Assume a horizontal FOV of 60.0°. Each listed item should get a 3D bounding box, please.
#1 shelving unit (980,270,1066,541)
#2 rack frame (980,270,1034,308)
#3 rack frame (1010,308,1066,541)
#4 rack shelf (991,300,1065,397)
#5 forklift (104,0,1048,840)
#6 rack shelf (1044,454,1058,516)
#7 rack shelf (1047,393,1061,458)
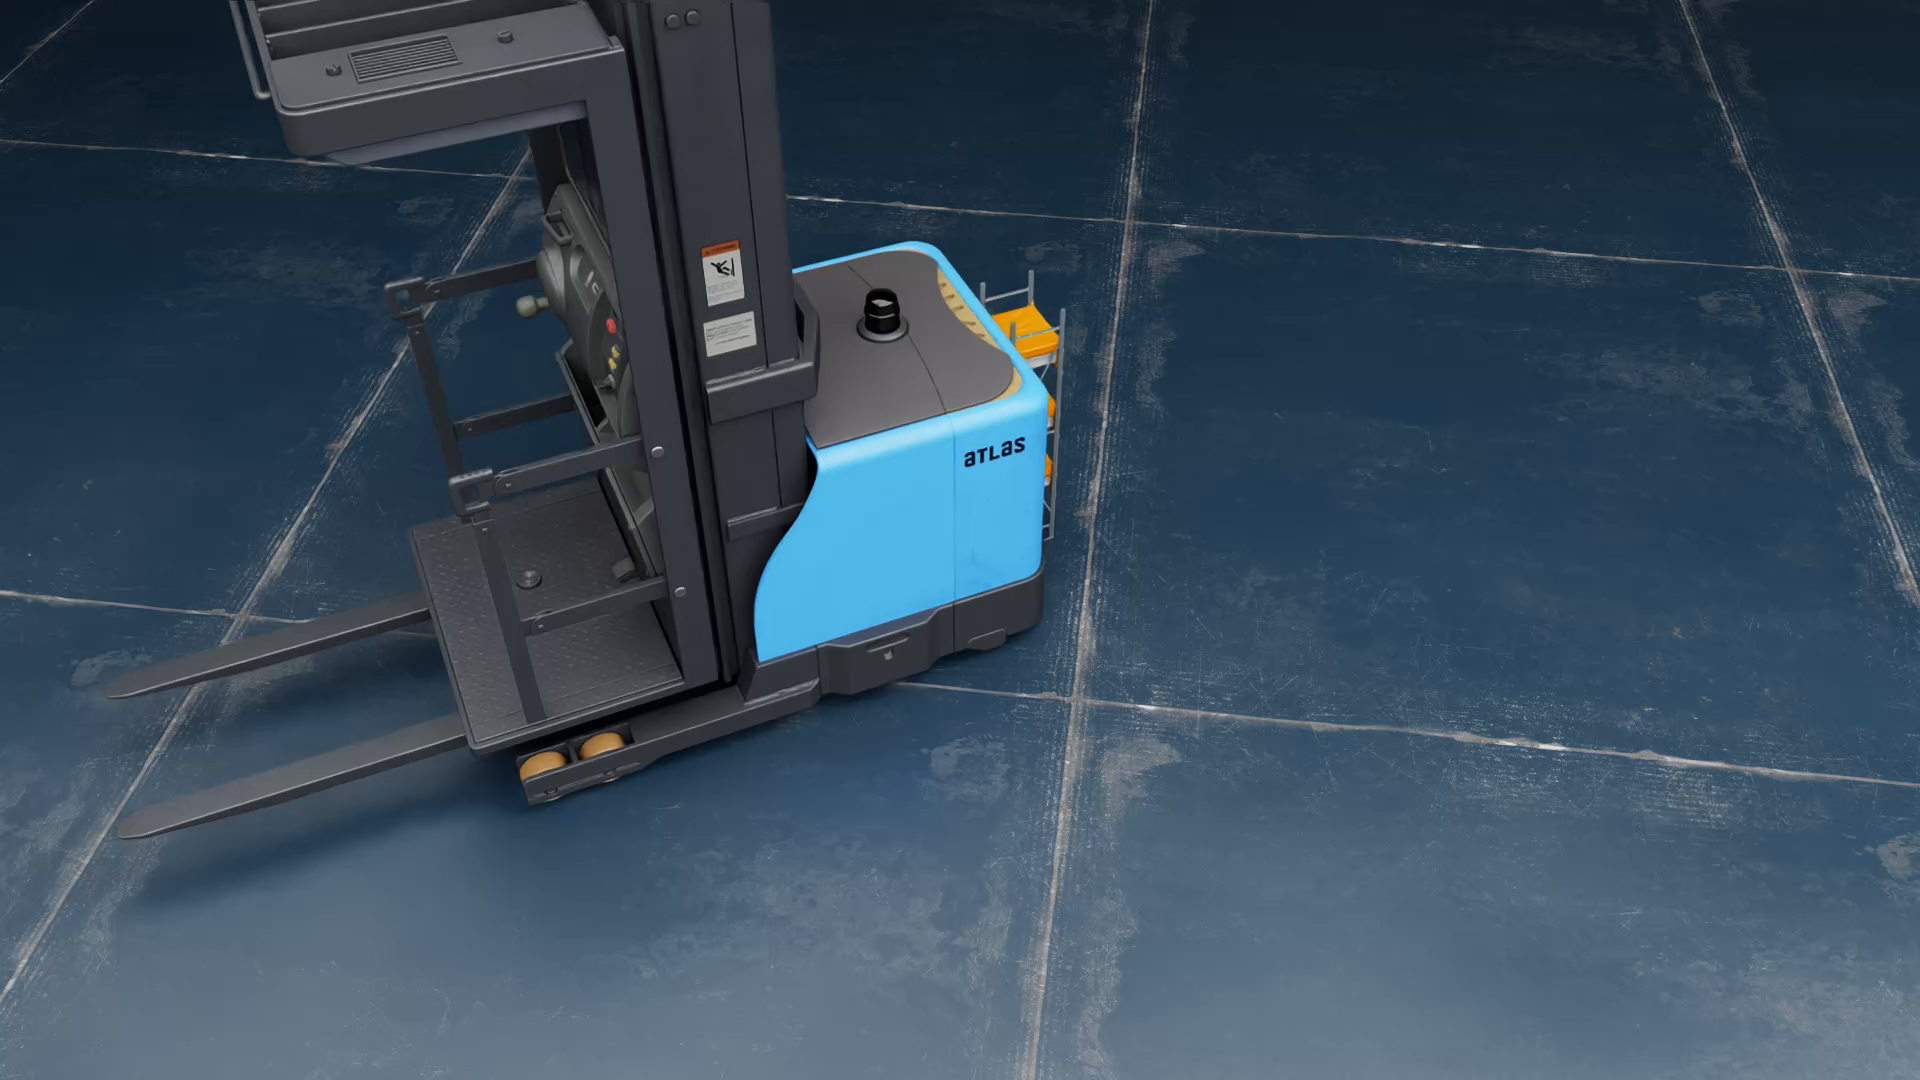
[{"bbox_3d":[0.209,-0.439,5.950,0.215,1.050,0.252,-17,46,-17],"label":"shelving unit"},{"bbox_3d":[0.160,-0.516,6.031,0.200,1.050,0.008,-17,46,-17],"label":"rack frame"},{"bbox_3d":[0.259,-0.362,5.869,0.200,1.050,0.008,-17,46,-17],"label":"rack frame"},{"bbox_3d":[0.210,-0.637,5.762,0.215,0.259,0.240,-17,46,-17],"label":"rack shelf"},{"bbox_3d":[-1.271,-0.637,4.791,3.031,2.935,1.130,-17,46,-17],"label":"forklift"},{"bbox_3d":[0.209,-0.229,6.148,0.215,0.259,0.240,-17,46,-17],"label":"rack shelf"},{"bbox_3d":[0.209,-0.431,5.957,0.215,0.259,0.240,-17,46,-17],"label":"rack shelf"}]
